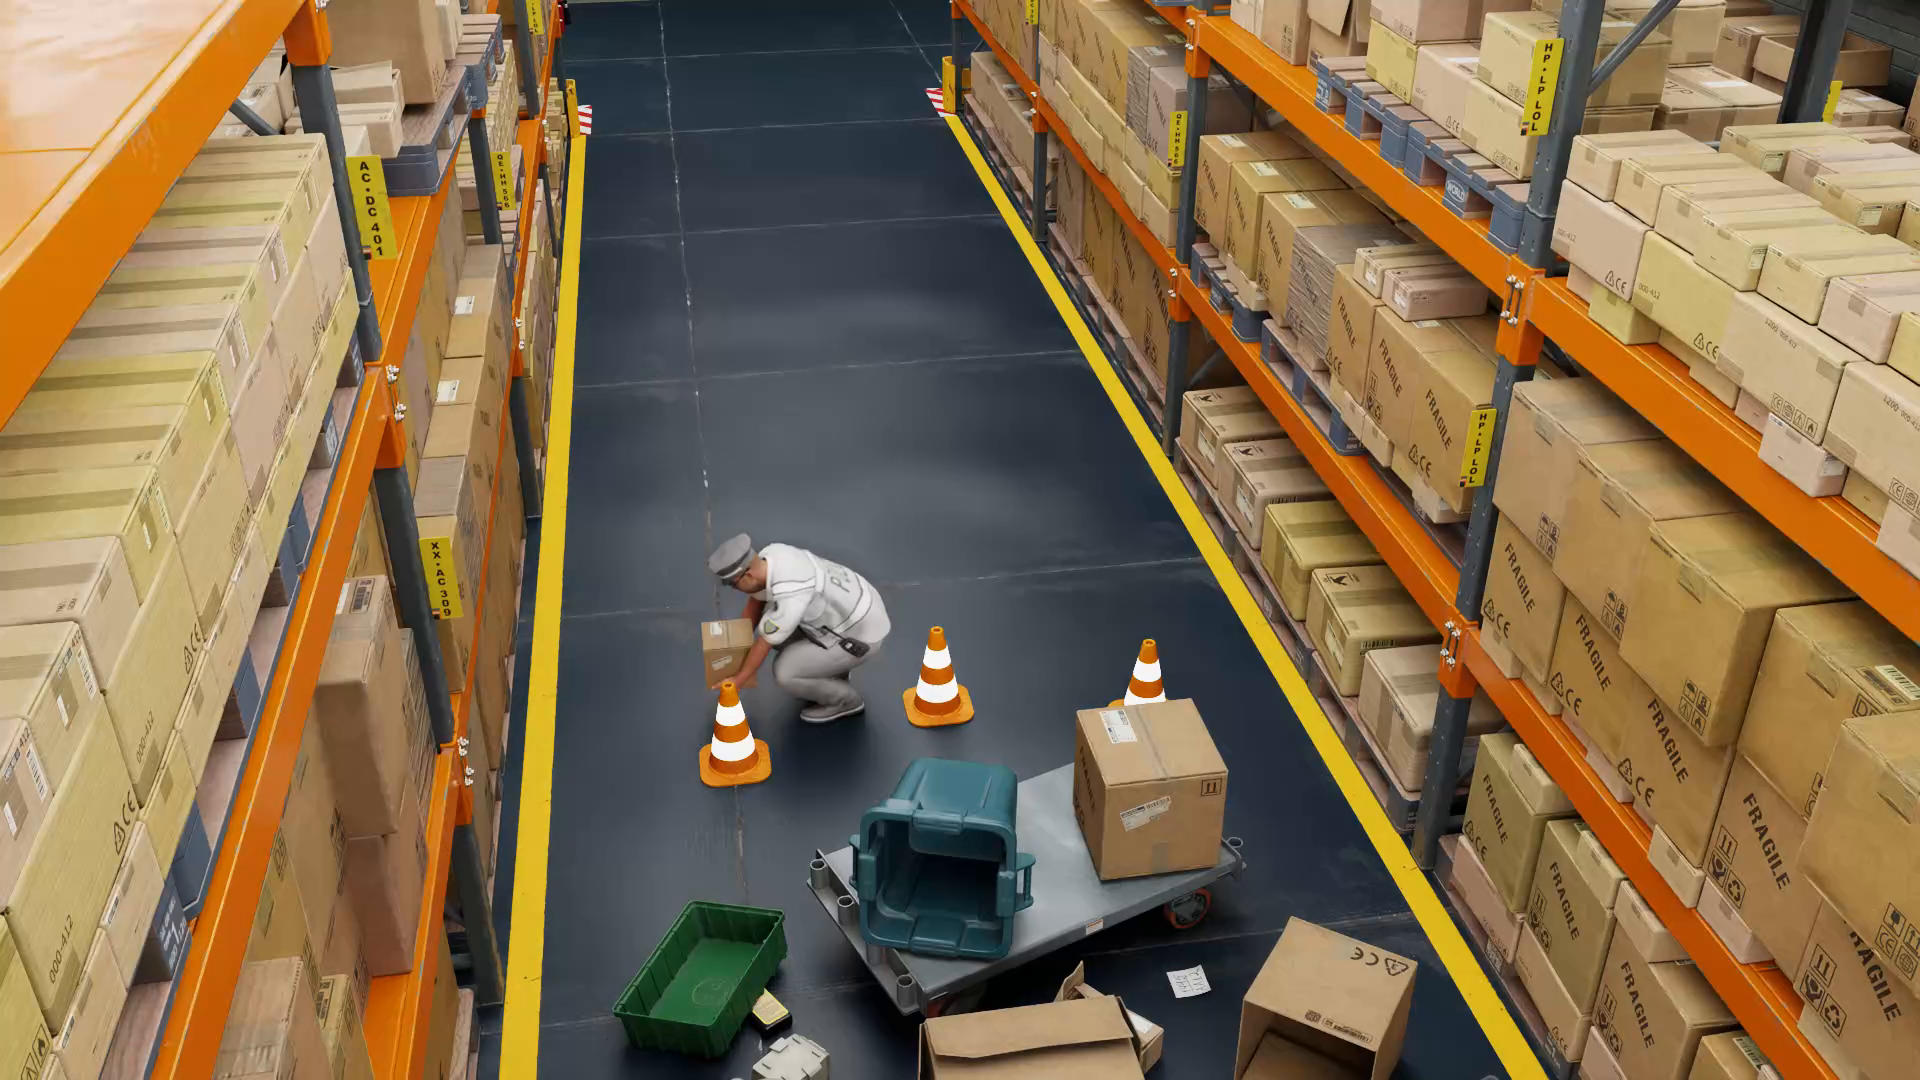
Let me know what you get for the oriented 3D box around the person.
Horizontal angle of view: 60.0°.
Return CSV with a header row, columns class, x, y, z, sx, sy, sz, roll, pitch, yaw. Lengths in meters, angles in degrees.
class,x,y,z,sx,sy,sz,roll,pitch,yaw
person,-0.803,0.387,8.195,0.939,1.027,0.524,-6,31,-10
